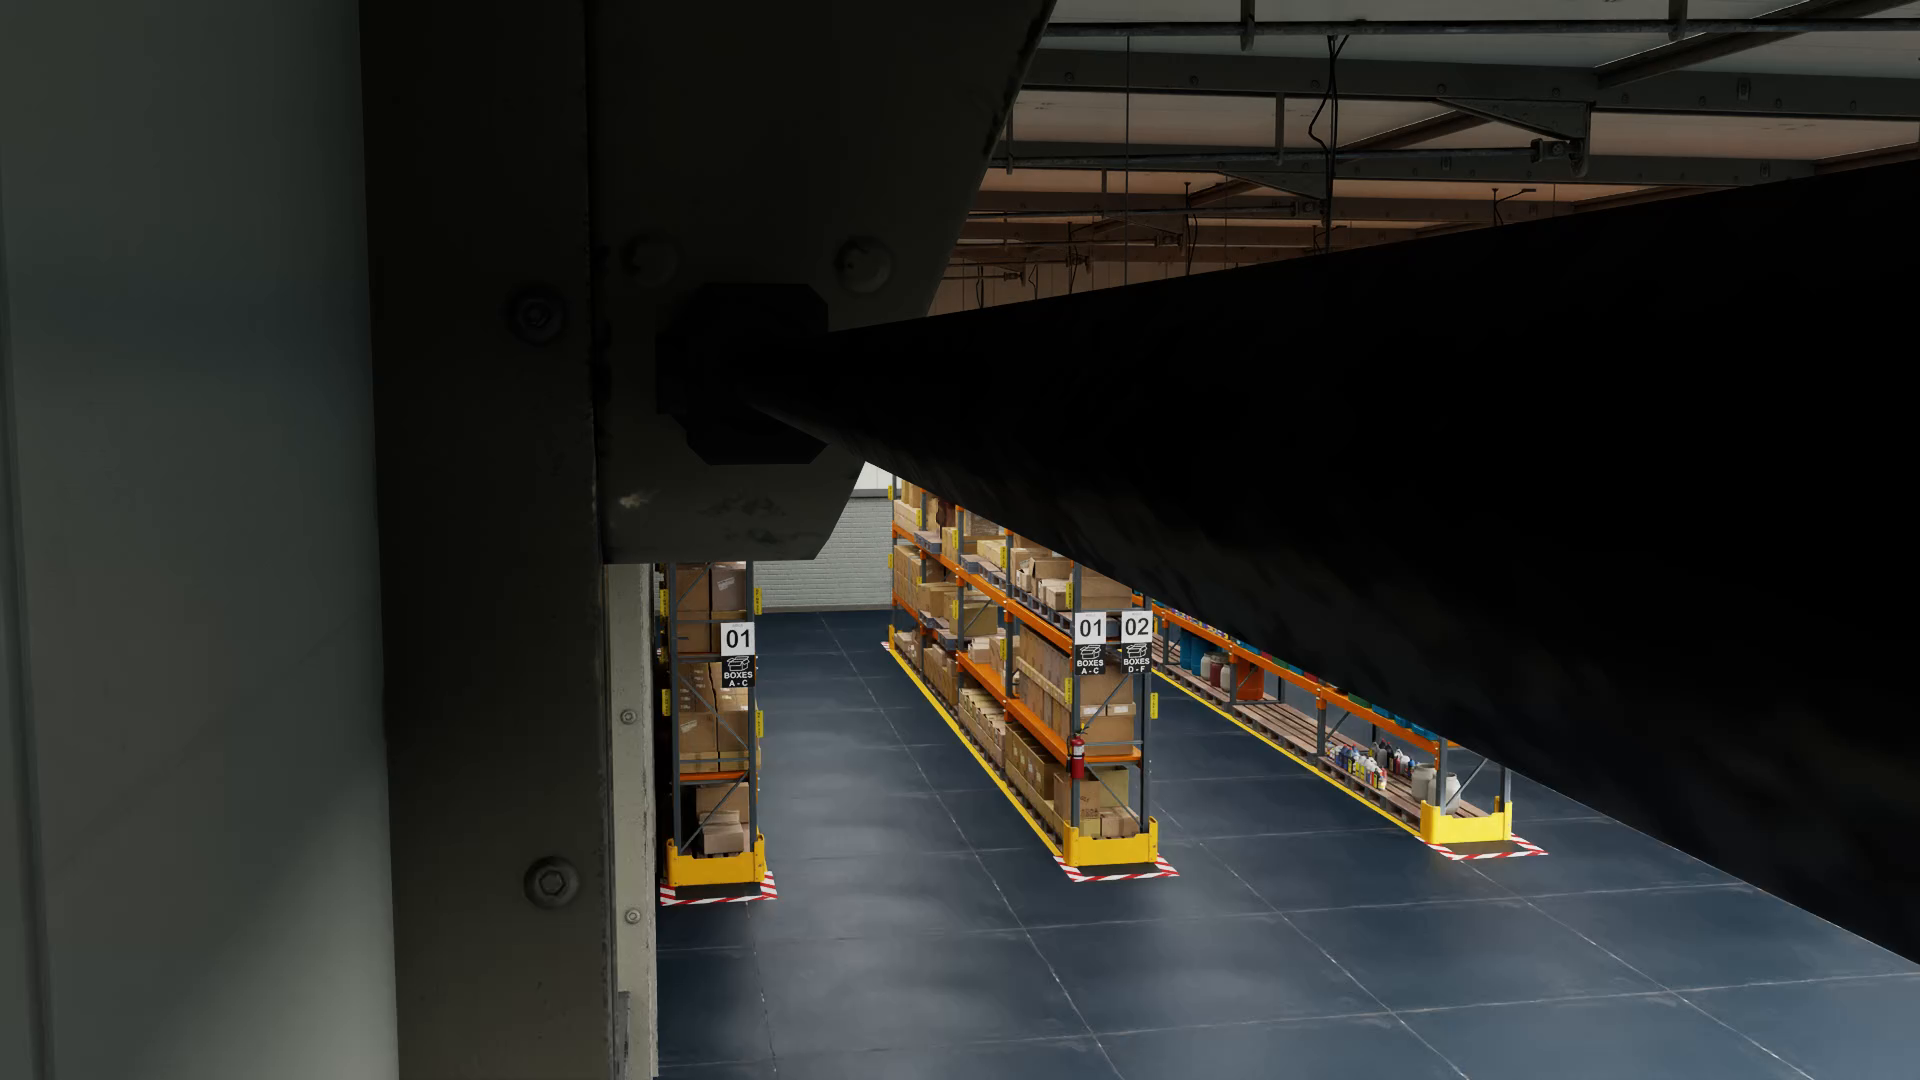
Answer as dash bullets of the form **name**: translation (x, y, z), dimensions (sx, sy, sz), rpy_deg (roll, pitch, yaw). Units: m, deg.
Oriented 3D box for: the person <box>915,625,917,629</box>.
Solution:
- **person**: translation (-0.775, 1.446, 37.605), dimensions (0.569, 1.692, 0.673), rpy_deg (2, 7, 21)
